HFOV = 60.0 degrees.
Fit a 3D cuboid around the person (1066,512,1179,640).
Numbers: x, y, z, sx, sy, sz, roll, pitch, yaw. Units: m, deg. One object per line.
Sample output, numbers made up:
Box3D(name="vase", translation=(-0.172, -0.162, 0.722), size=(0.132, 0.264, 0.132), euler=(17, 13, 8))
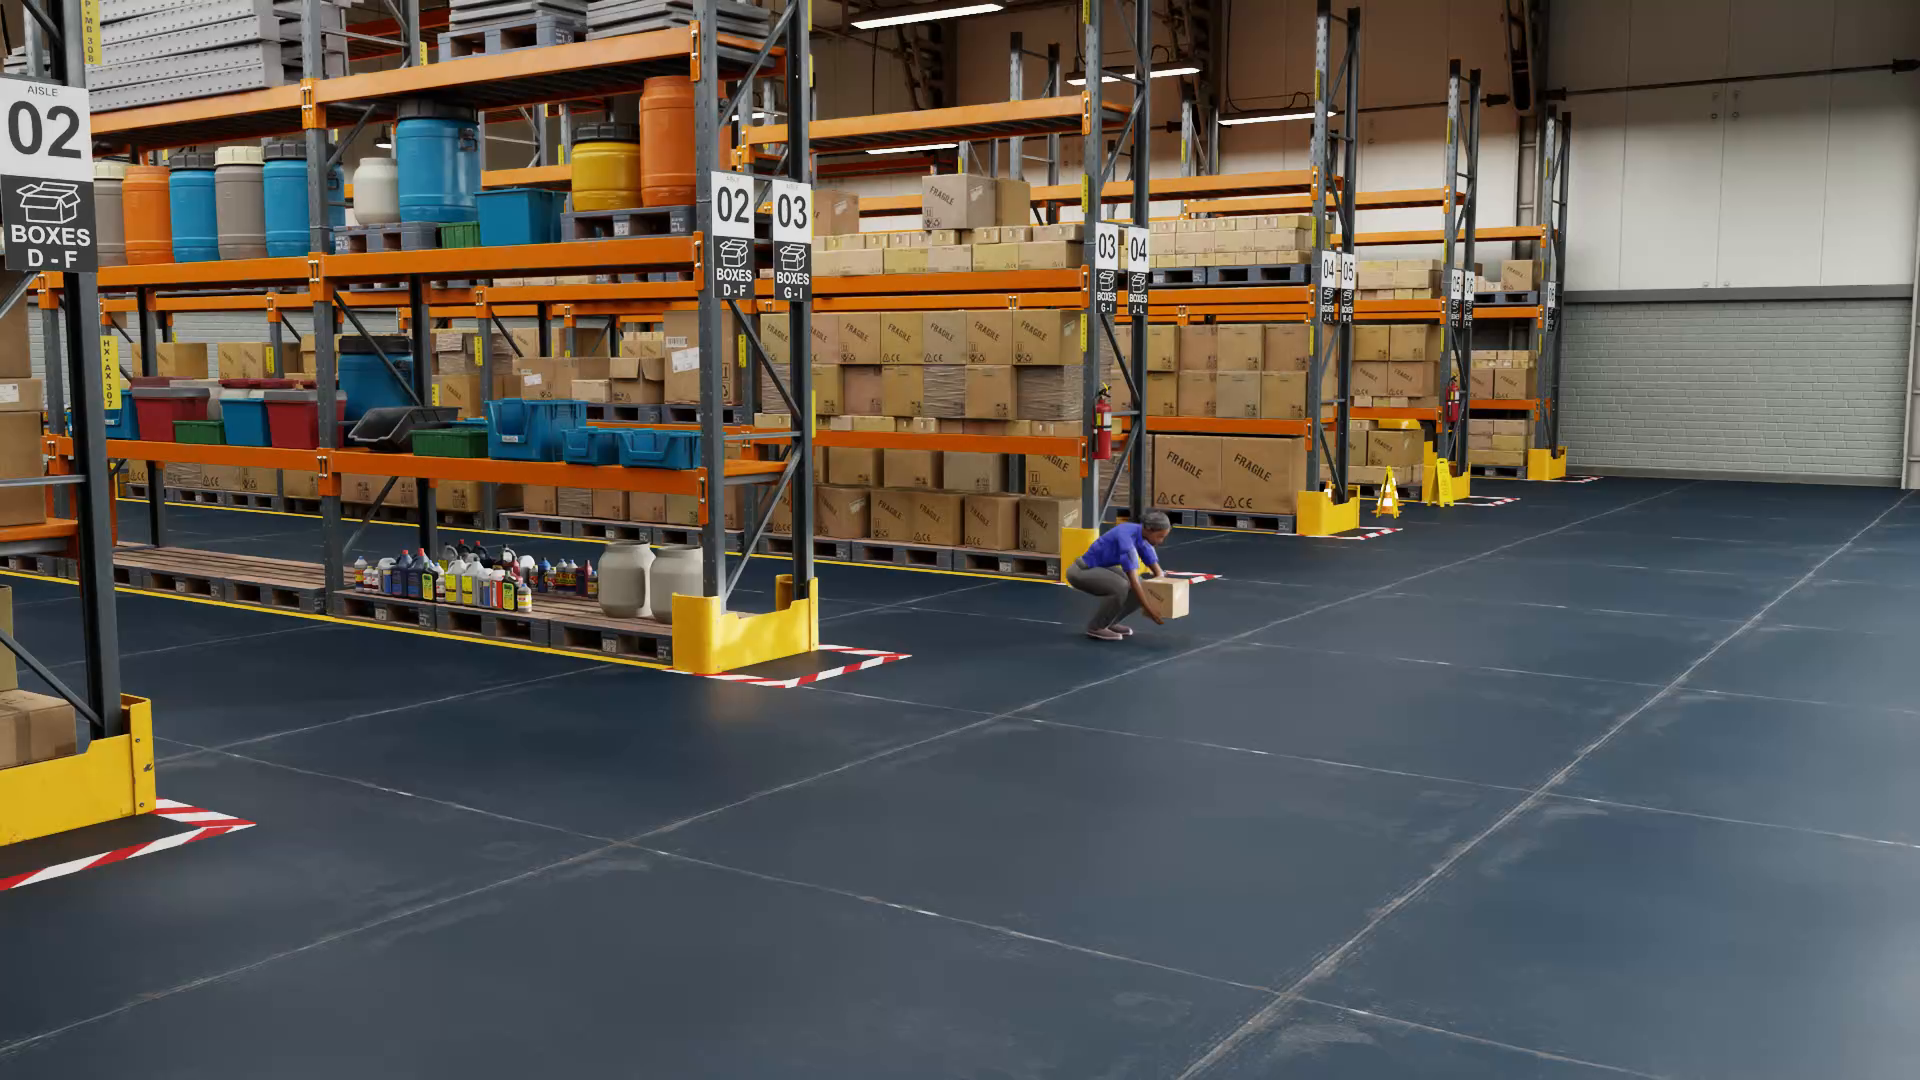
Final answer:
Box3D(name="person", translation=(1.184, 0.251, 12.064), size=(0.819, 0.936, 0.473), euler=(4, 8, 33))
